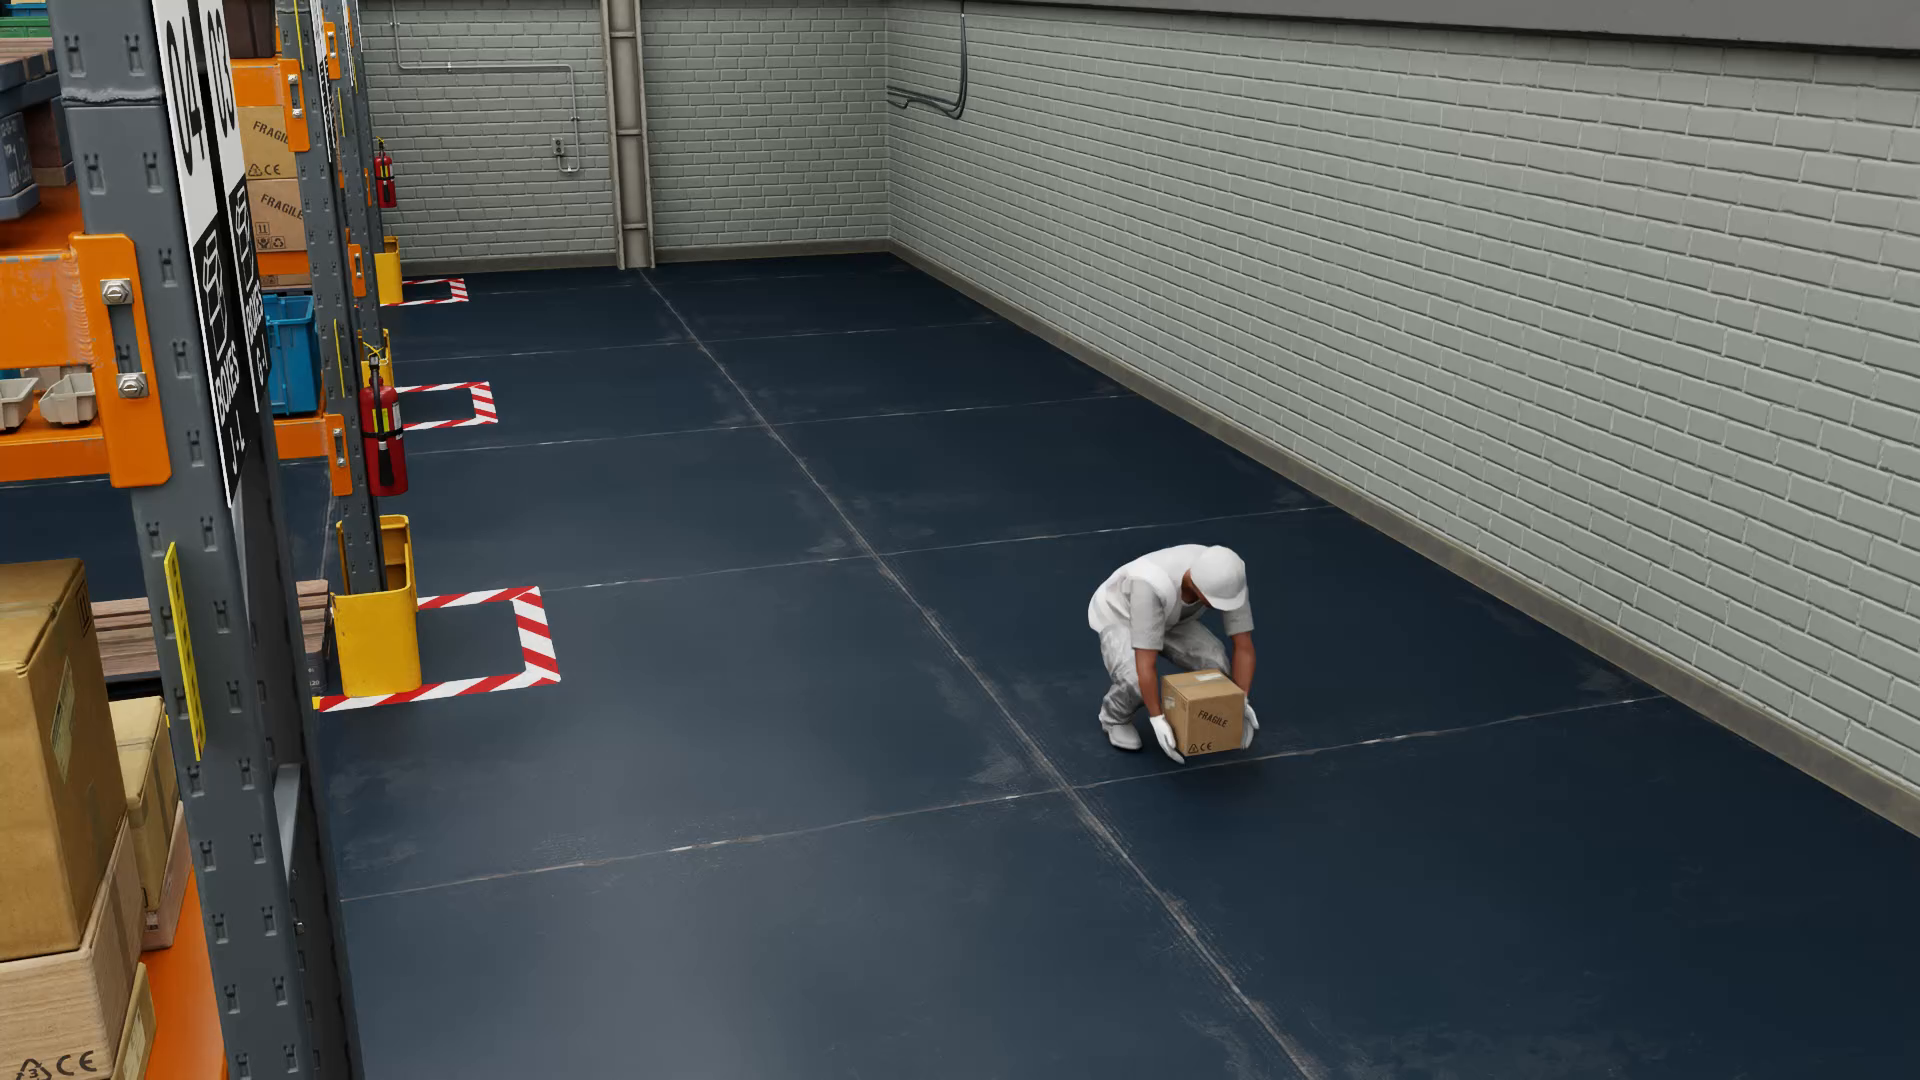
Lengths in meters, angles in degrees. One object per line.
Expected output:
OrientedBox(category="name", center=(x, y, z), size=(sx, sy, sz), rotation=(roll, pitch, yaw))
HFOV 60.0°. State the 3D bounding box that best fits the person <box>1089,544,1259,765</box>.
OrientedBox(category="person", center=(0.904, 0.416, 7.019), size=(0.575, 1.014, 0.911), rotation=(-6, 20, -17))
